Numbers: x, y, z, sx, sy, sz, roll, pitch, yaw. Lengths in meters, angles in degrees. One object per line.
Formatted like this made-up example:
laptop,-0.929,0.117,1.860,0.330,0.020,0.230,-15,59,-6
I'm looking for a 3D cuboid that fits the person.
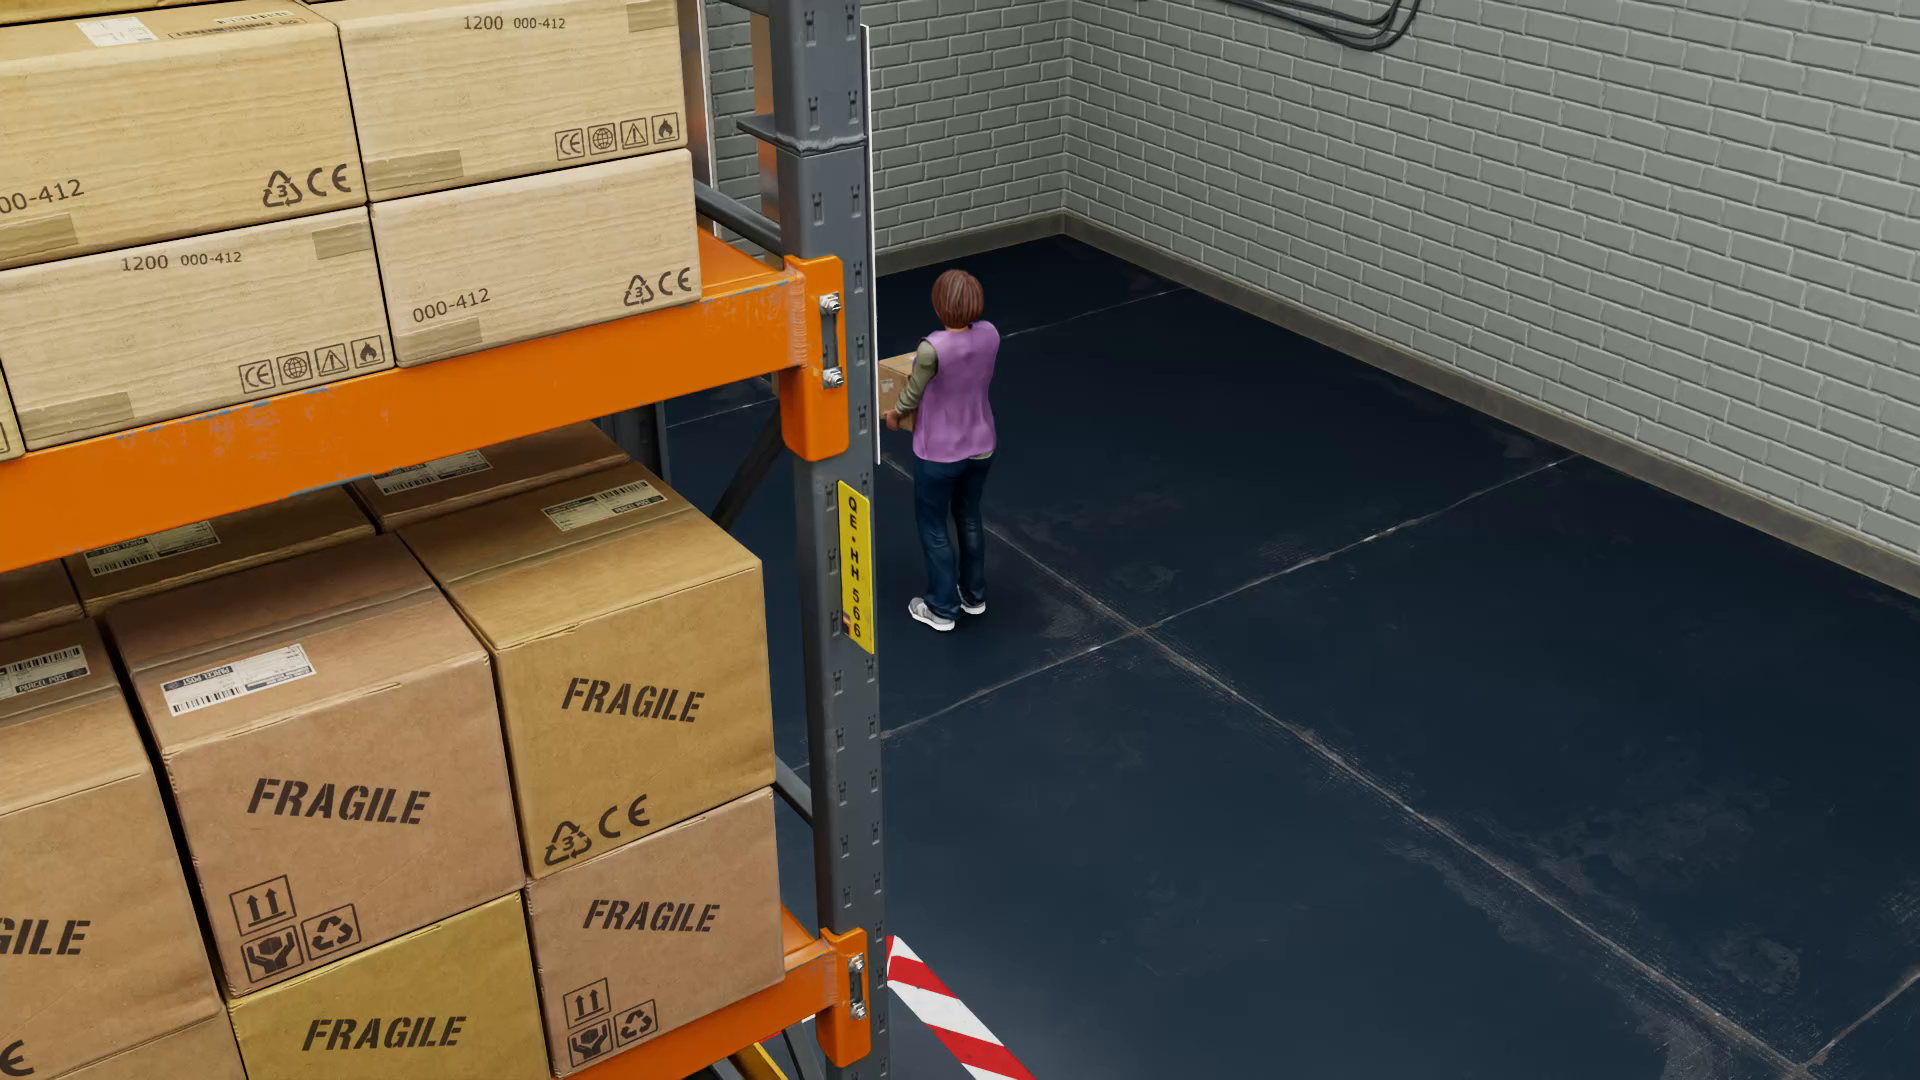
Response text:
person,-0.041,-0.364,6.792,0.484,1.594,0.340,-21,35,-33
